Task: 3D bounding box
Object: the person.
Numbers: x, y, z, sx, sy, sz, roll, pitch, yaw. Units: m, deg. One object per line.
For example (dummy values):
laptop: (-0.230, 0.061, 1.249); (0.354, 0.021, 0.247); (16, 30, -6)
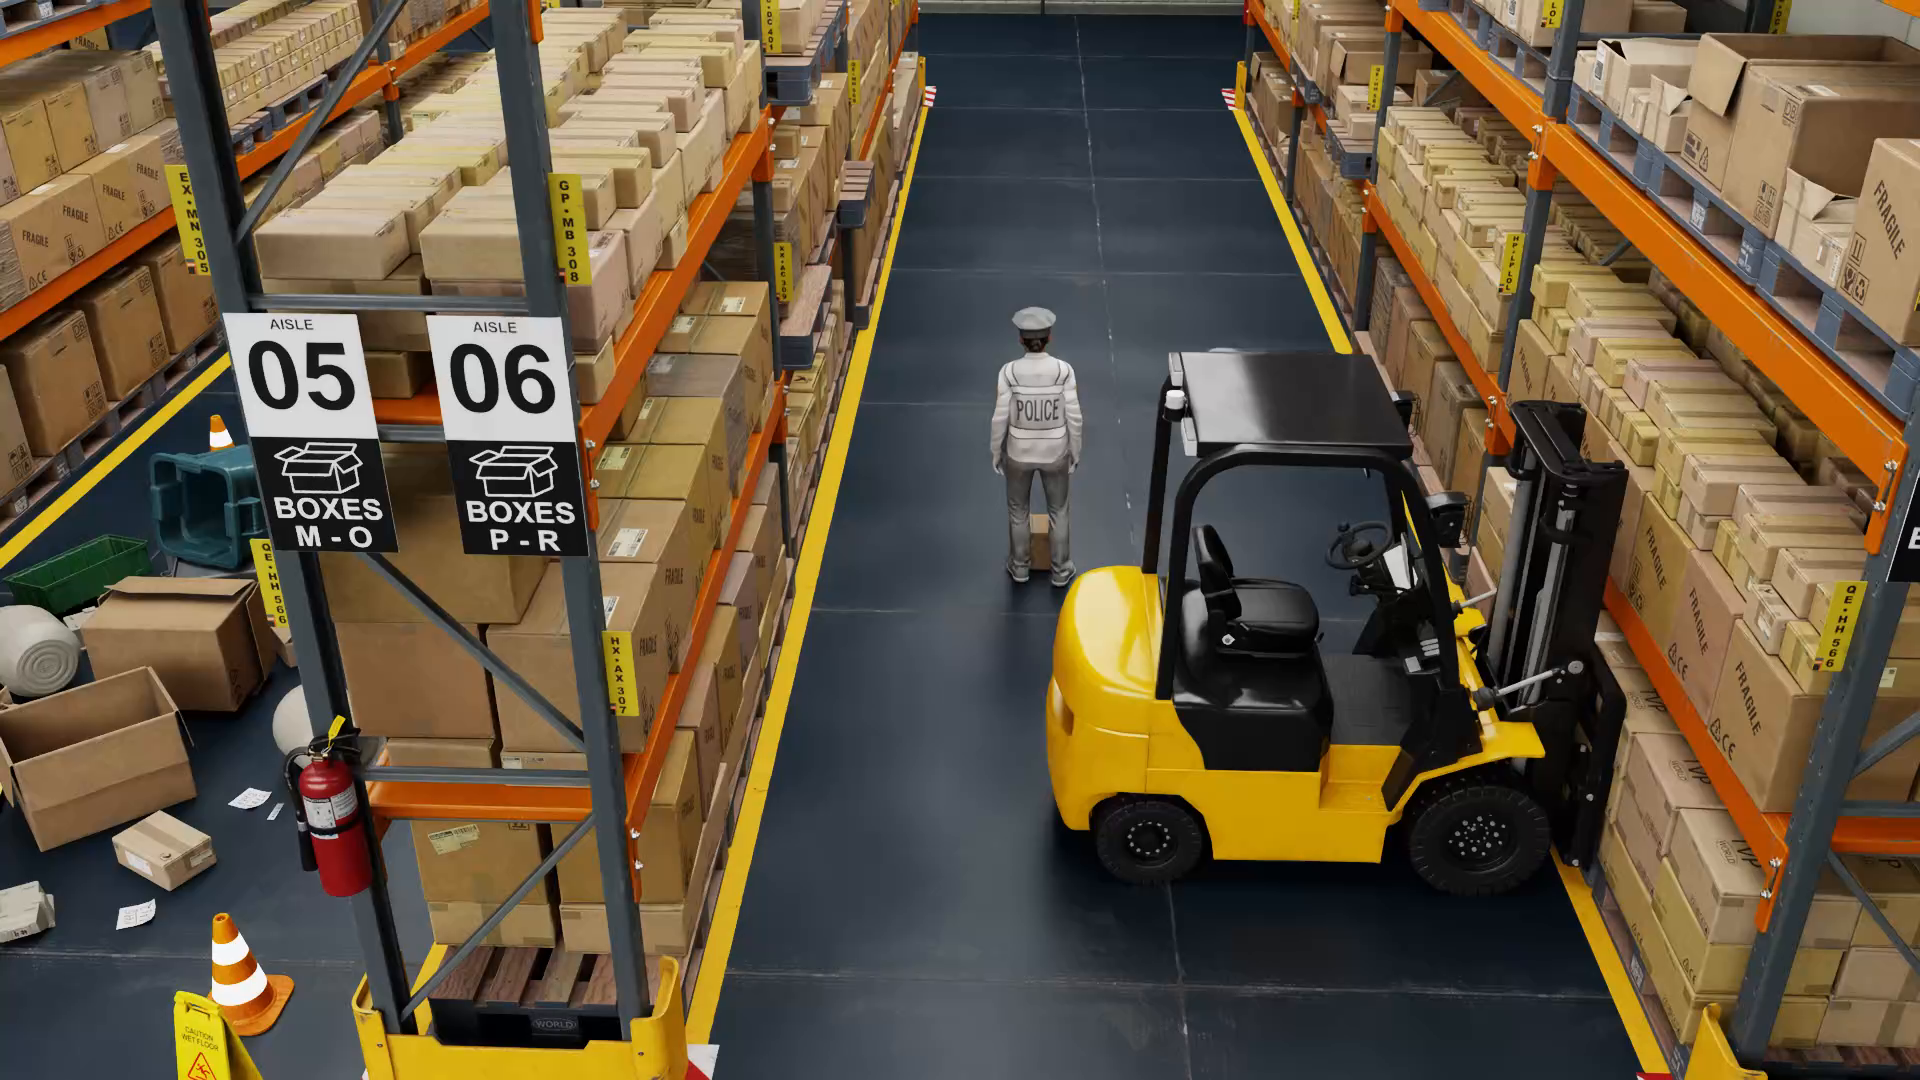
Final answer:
person: (0.435, -0.506, 9.565); (0.526, 1.662, 0.414); (0, 28, 0)
